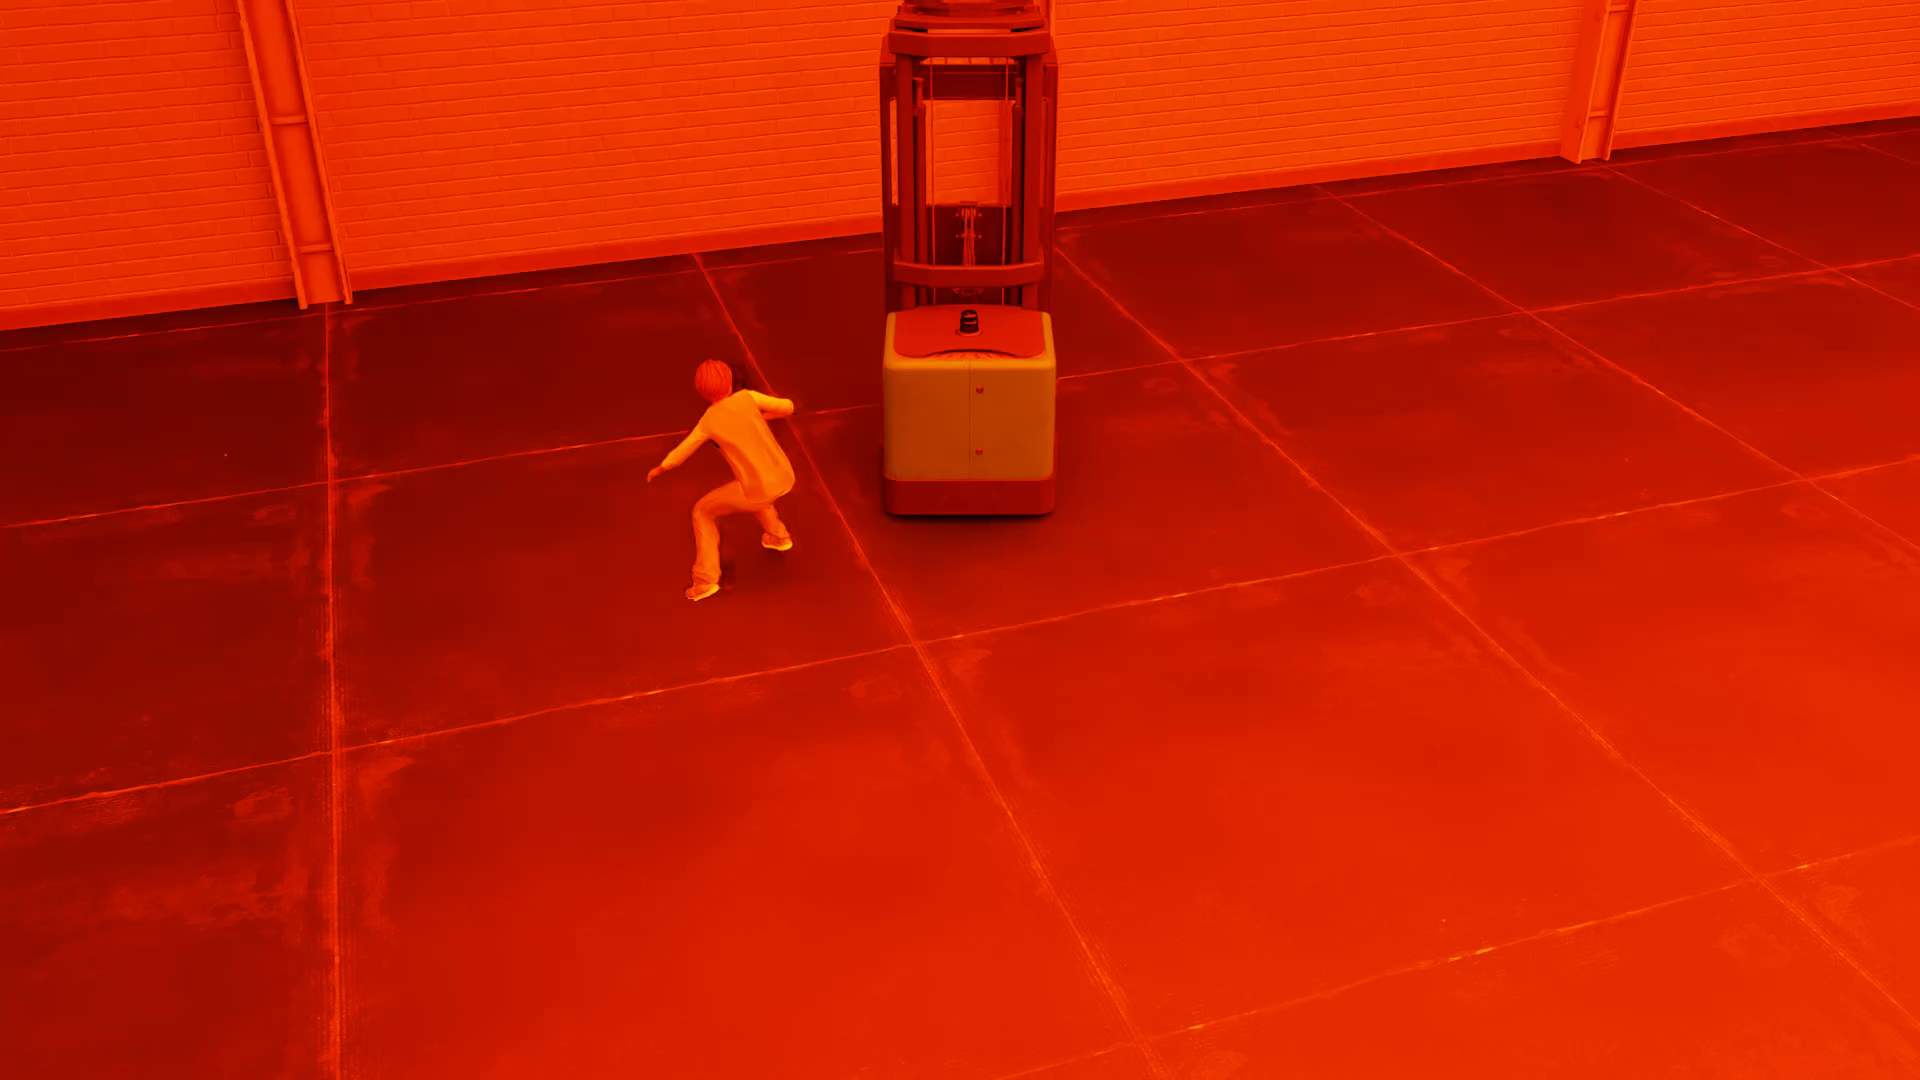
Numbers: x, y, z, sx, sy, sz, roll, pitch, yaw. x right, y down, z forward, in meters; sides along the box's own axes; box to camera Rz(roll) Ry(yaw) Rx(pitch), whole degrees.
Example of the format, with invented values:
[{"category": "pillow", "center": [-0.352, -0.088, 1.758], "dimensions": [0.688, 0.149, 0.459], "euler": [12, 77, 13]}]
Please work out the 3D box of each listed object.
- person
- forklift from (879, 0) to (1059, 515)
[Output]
[{"category": "person", "center": [-1.310, -0.380, 9.372], "dimensions": [0.736, 1.370, 0.765], "euler": [-26, 39, -37]}, {"category": "forklift", "center": [0.051, -2.117, 10.767], "dimensions": [1.130, 2.935, 3.031], "euler": [0, 30, 0]}]
